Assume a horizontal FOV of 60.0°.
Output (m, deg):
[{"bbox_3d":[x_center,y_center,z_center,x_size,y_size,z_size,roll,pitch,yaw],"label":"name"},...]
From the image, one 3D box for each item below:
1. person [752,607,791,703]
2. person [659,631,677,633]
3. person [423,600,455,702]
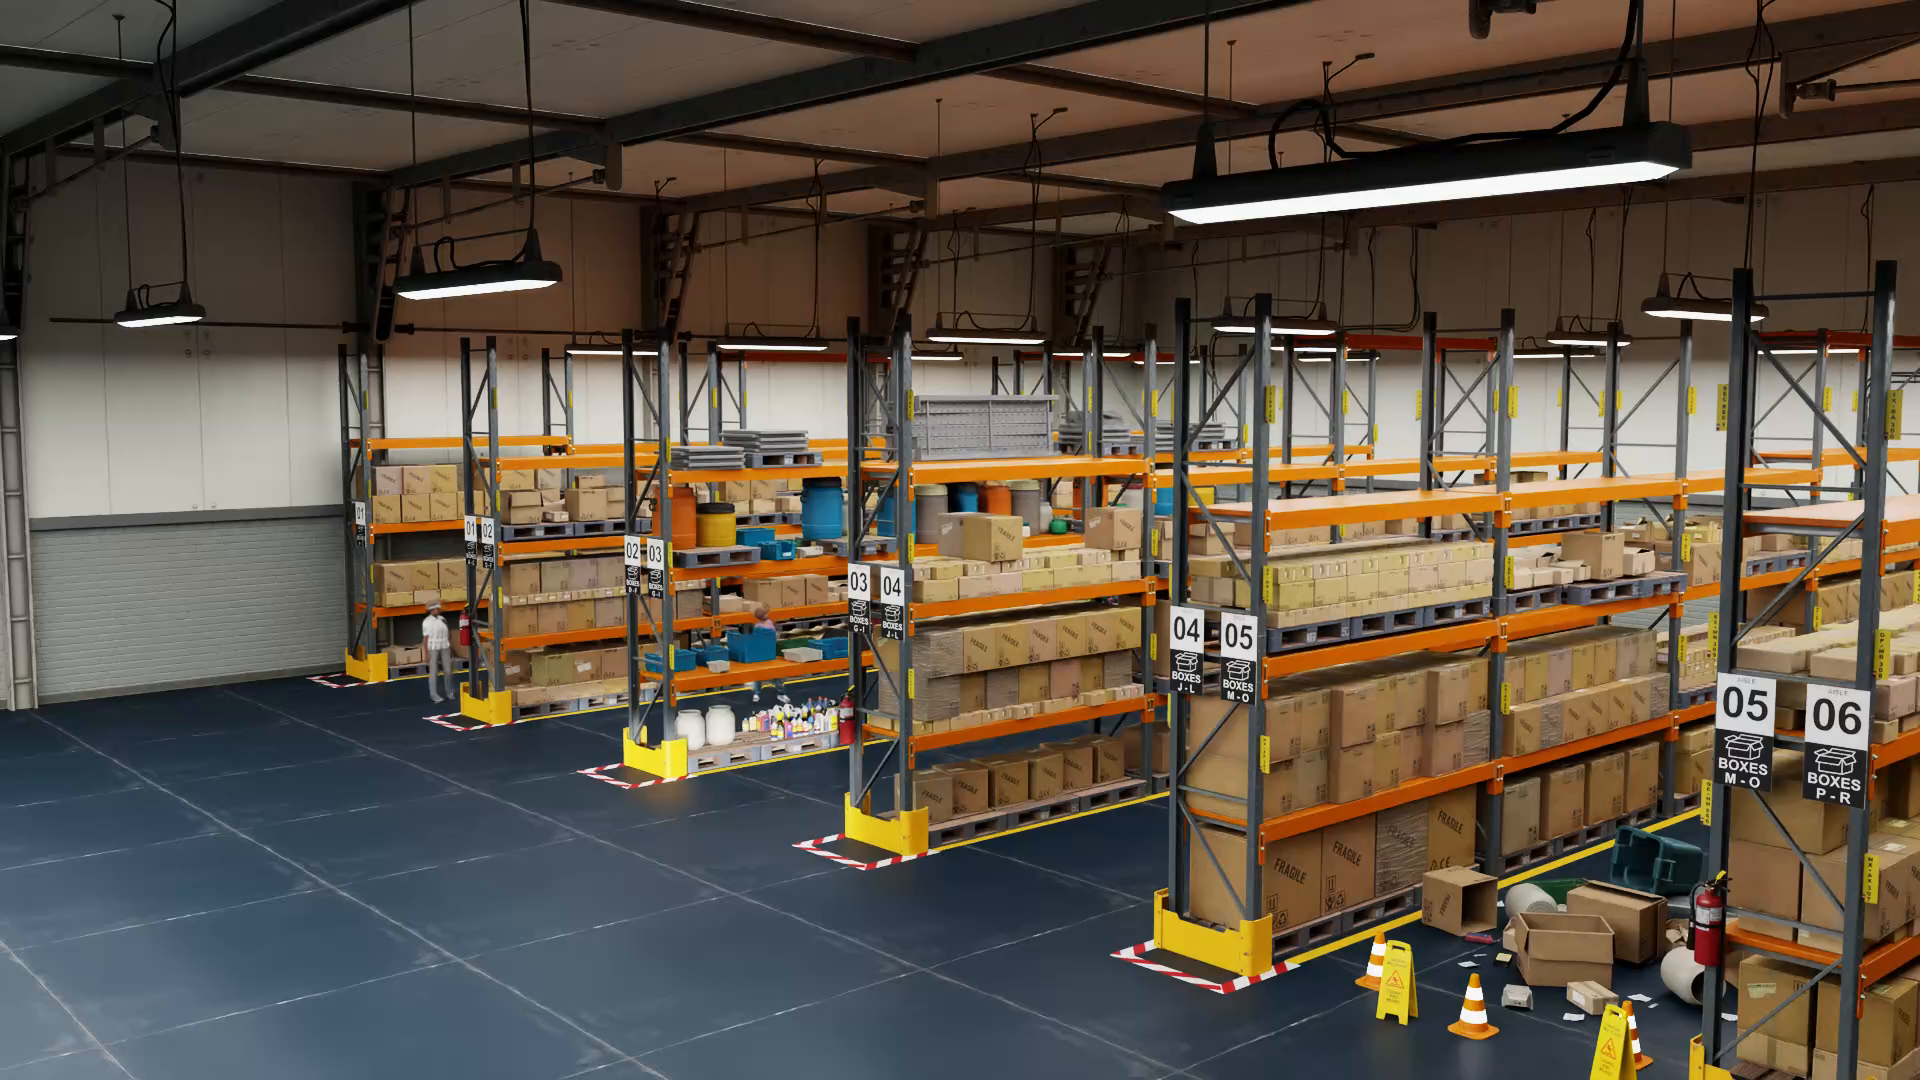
[{"bbox_3d":[-3.141,1.884,27.332,0.550,1.601,0.528,-4,6,-36],"label":"person"},{"bbox_3d":[-5.588,1.476,31.581,0.664,1.793,0.619,-1,5,-14],"label":"person"},{"bbox_3d":[-8.713,1.854,27.810,0.528,1.721,0.387,-5,7,-42],"label":"person"}]
